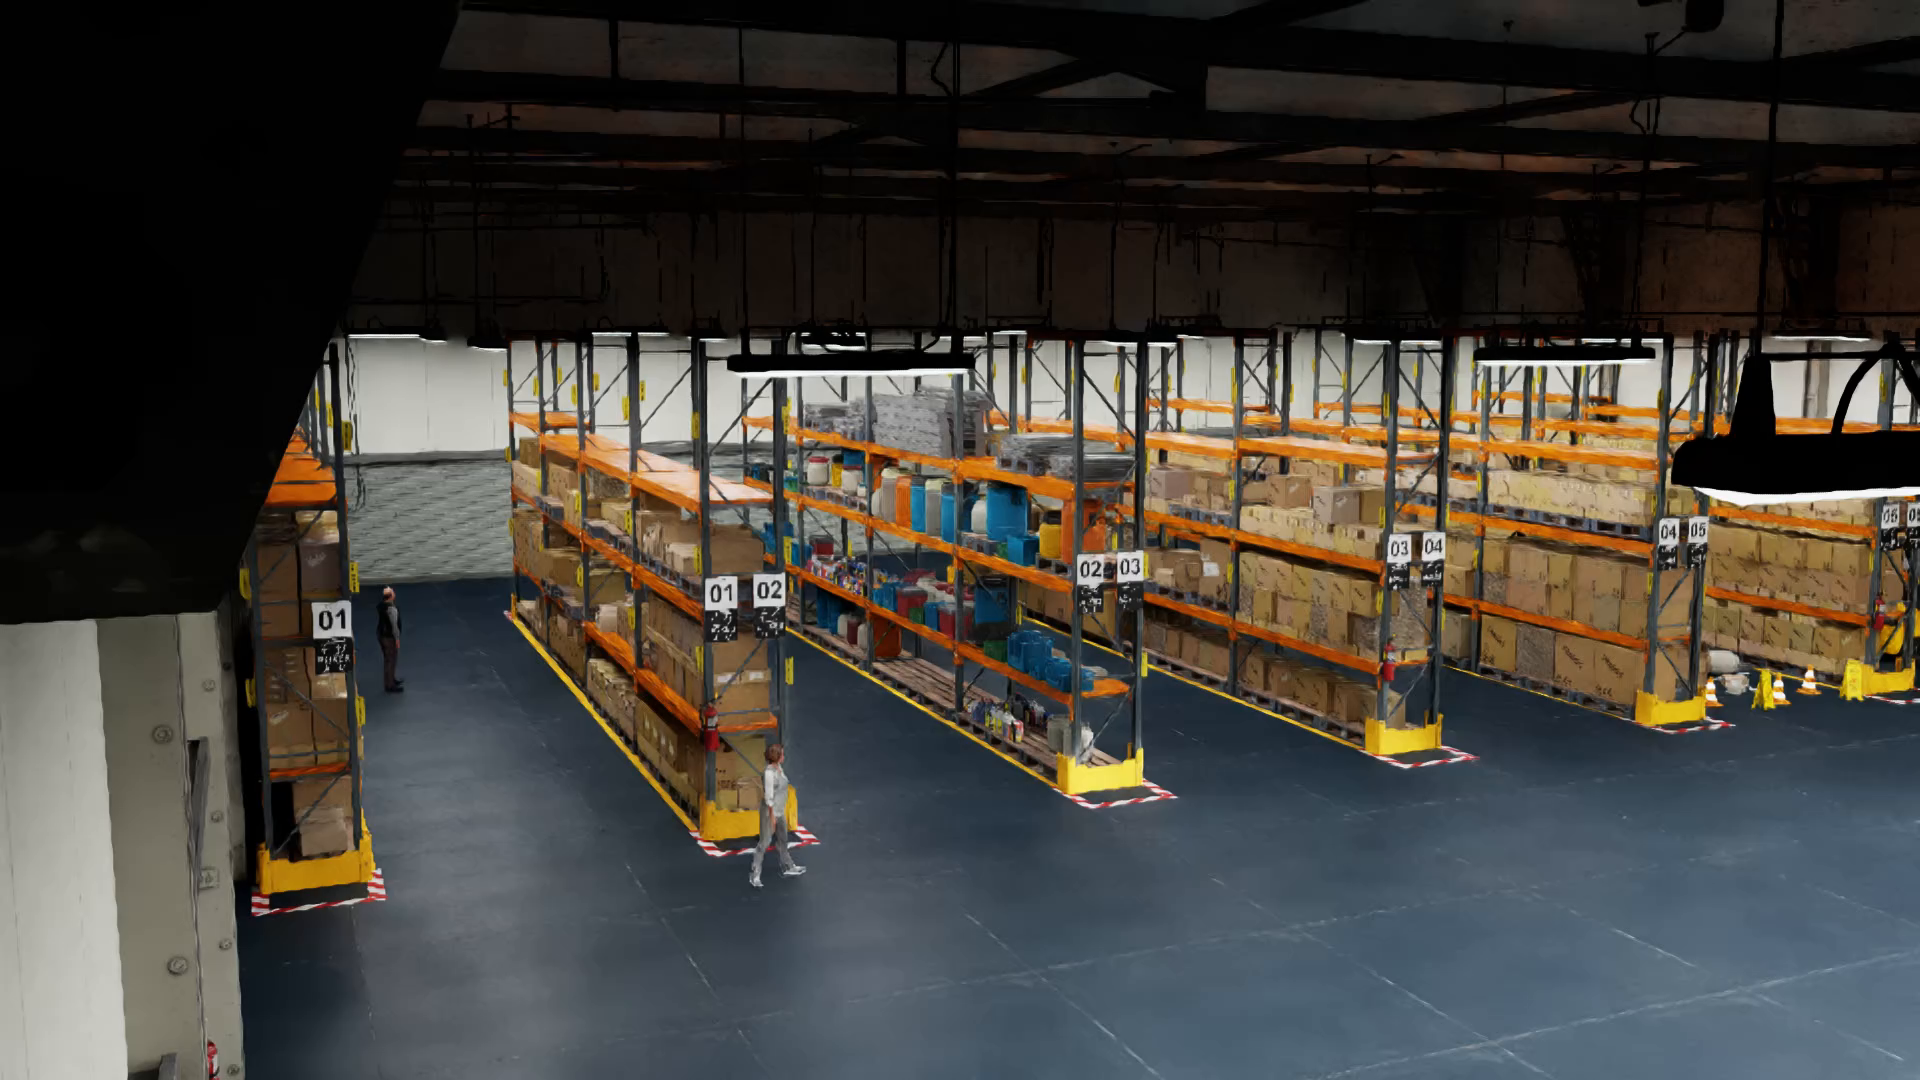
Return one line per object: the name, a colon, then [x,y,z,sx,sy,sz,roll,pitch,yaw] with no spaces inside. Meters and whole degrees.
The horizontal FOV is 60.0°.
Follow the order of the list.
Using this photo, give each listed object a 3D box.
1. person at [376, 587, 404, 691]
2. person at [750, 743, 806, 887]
person: [-9.589,1.648,28.088,0.463,1.731,0.598,-7,11,-42]
person: [-2.059,3.026,18.523,0.527,1.586,0.636,2,8,12]
